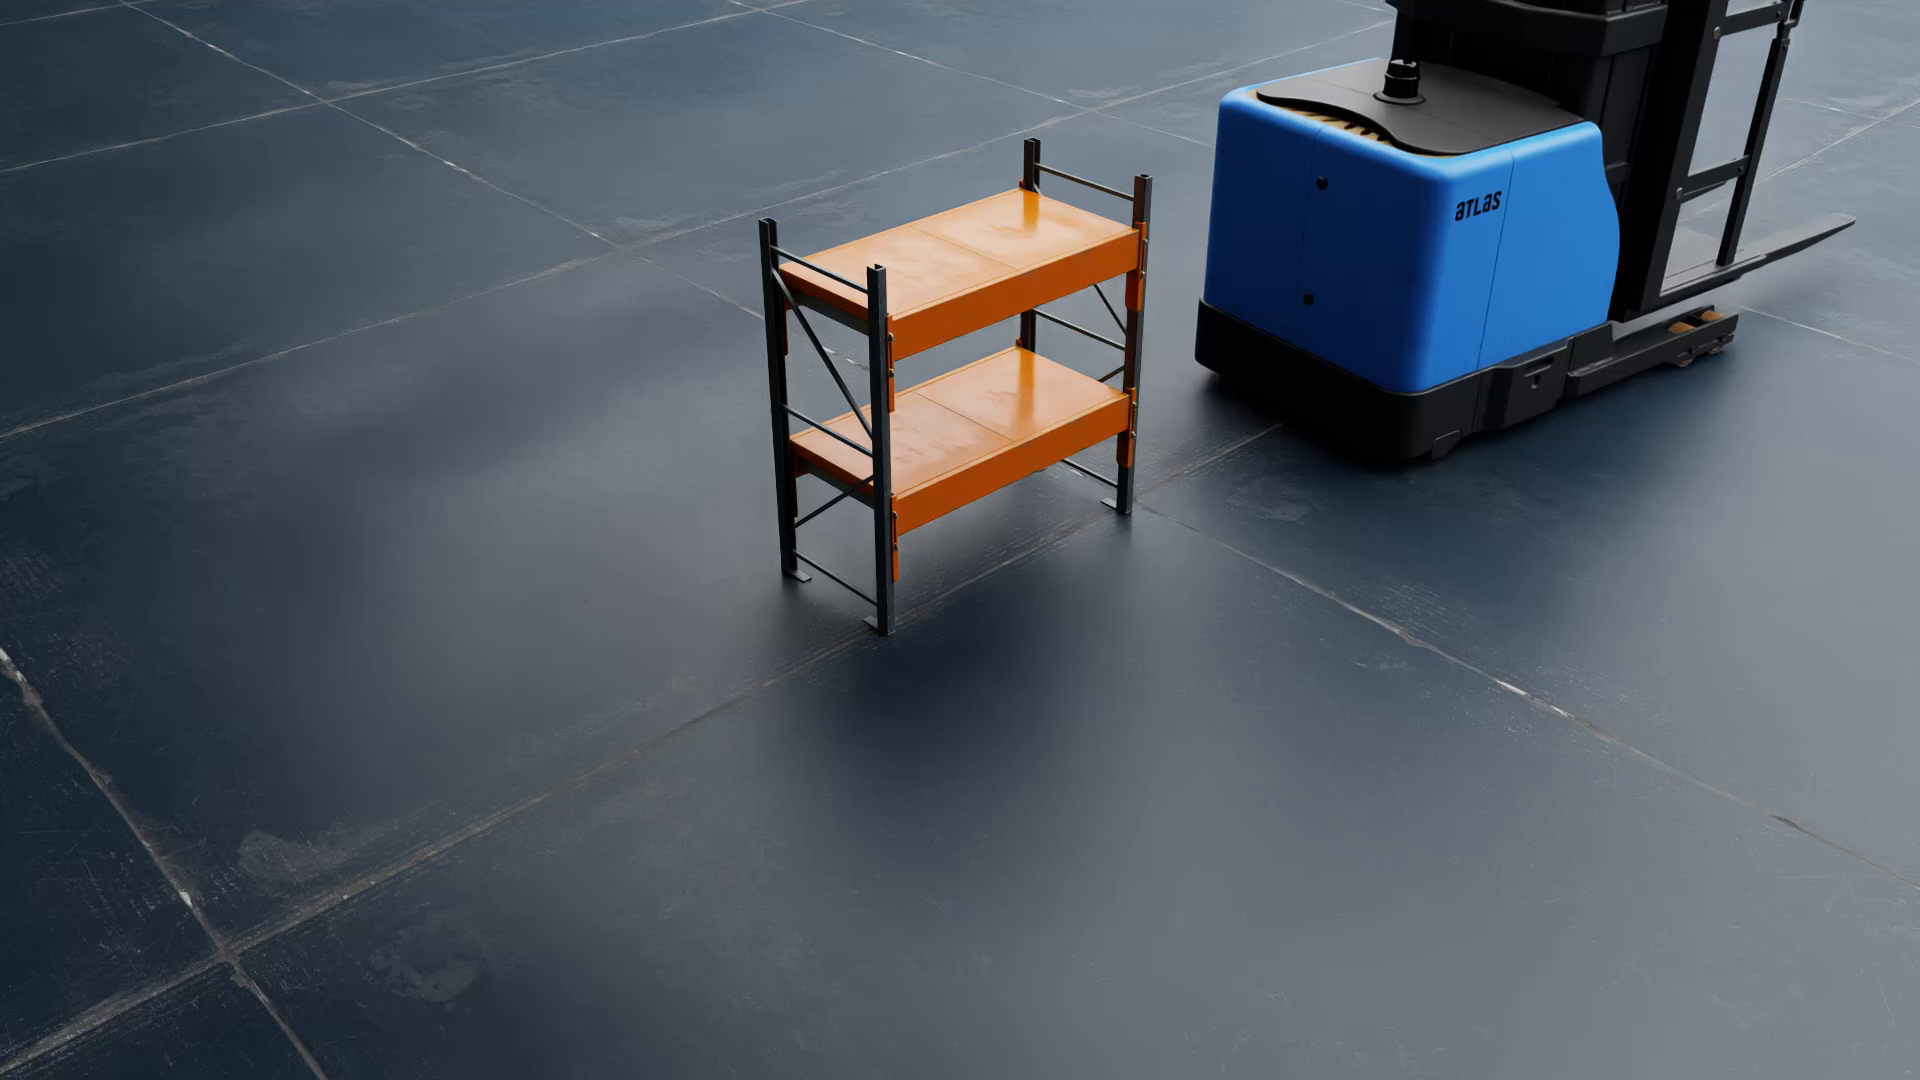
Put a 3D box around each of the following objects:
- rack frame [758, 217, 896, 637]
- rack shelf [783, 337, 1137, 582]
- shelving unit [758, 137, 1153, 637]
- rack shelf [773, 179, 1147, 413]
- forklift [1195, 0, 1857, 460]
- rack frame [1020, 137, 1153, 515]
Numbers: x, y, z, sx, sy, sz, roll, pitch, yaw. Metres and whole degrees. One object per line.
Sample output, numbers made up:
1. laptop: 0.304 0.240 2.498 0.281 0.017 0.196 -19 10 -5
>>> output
1. rack frame: -0.368 -0.302 4.666 0.032 1.125 0.500 -26 40 -35
2. rack shelf: 0.005 -0.274 5.088 1.000 0.278 0.538 -26 40 -35
3. shelving unit: 0.005 -0.482 4.960 1.048 1.125 0.538 -26 40 -35
4. rack shelf: 0.005 -0.732 4.808 1.000 0.278 0.538 -26 40 -35
5. forklift: 2.377 -2.114 5.898 3.031 2.935 1.130 -20 37 -29
6. rack frame: 0.378 -0.663 5.255 0.032 1.125 0.500 -26 40 -35
